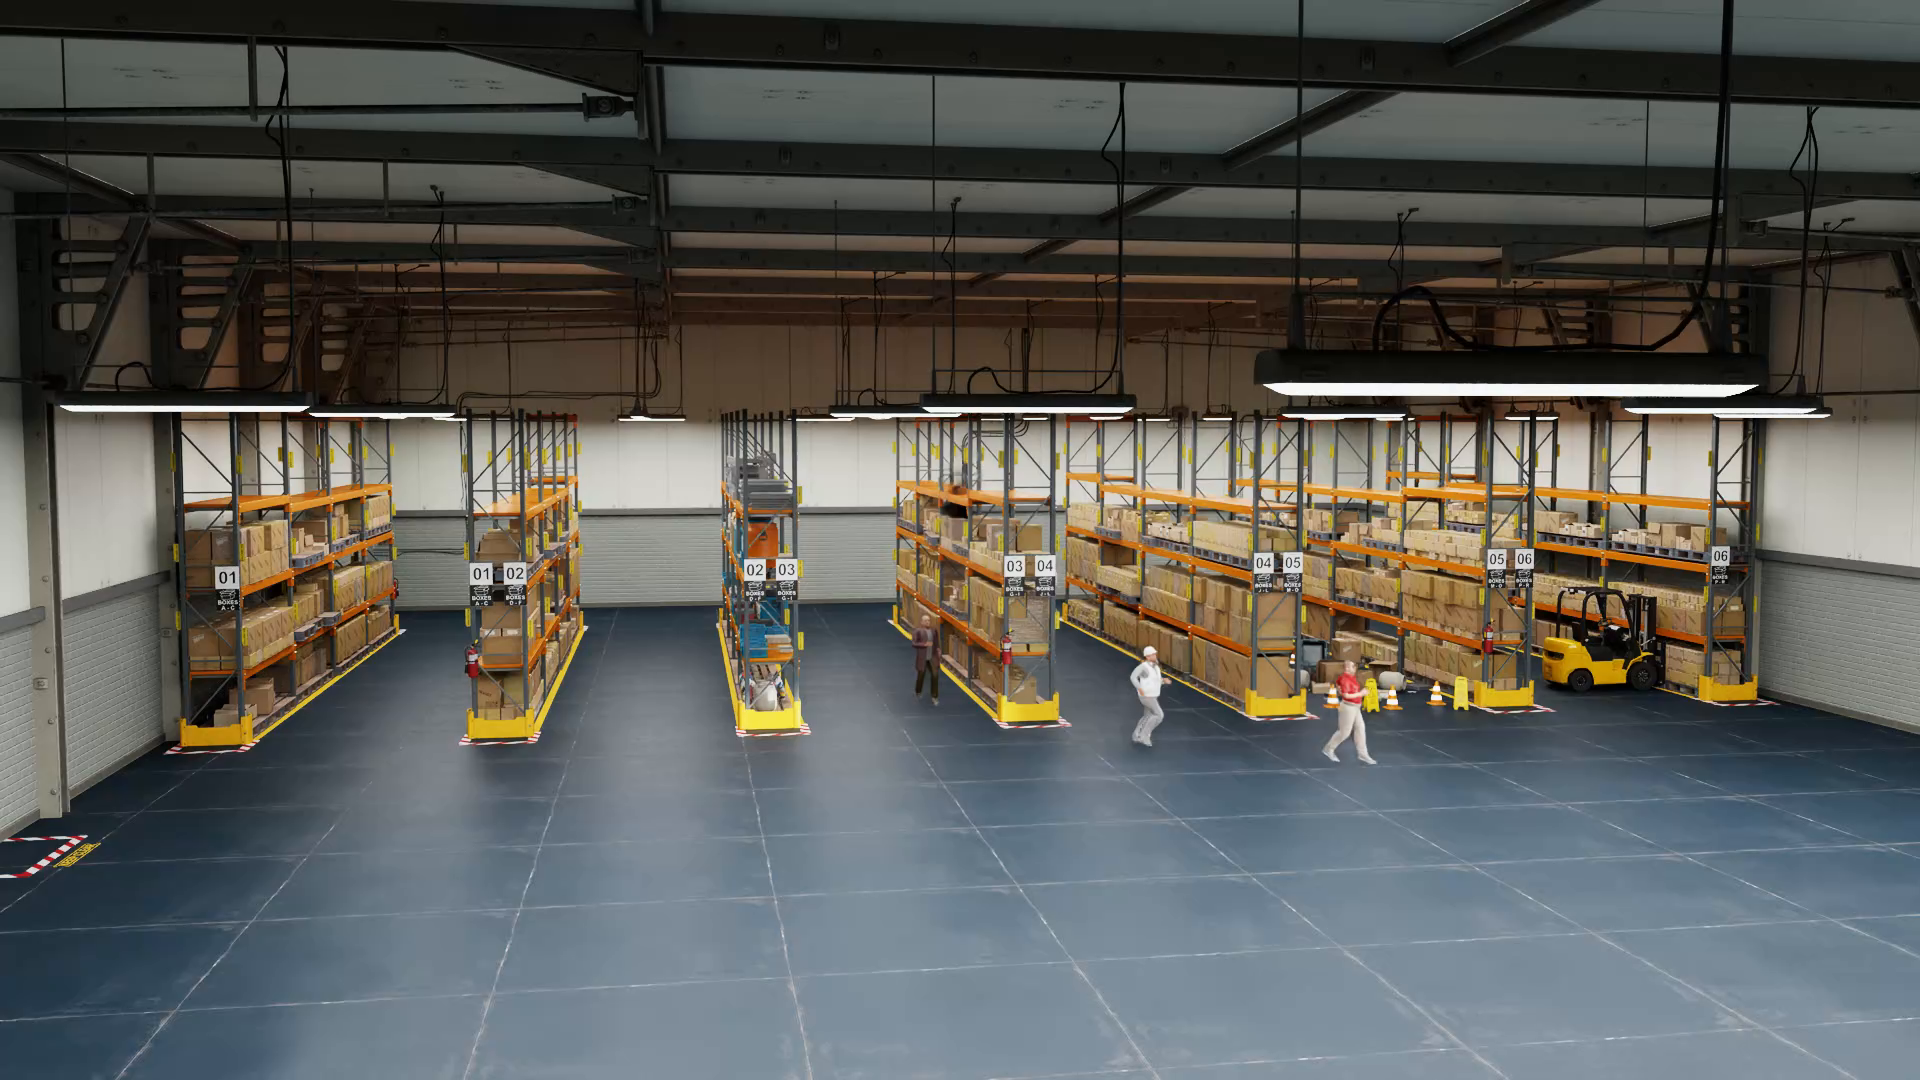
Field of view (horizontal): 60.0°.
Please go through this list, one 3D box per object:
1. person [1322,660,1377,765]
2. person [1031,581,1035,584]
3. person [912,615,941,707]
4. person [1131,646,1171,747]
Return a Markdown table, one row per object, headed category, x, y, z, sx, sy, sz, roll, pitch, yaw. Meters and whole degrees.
| category | x | y | z | sx | sy | sz | roll | pitch | yaw |
| --- | --- | --- | --- | --- | --- | --- | --- | --- | --- |
| person | 6.543 | 2.887 | 27.917 | 0.894 | 1.748 | 0.652 | 2 | 4 | 25 |
| person | 1.928 | 1.650 | 47.776 | 0.617 | 1.514 | 0.581 | 1 | 4 | 9 |
| person | -0.692 | 2.445 | 34.030 | 0.678 | 1.829 | 0.923 | -1 | 4 | -20 |
| person | 3.410 | 2.786 | 29.629 | 0.704 | 1.789 | 0.631 | 2 | 5 | 29 |
